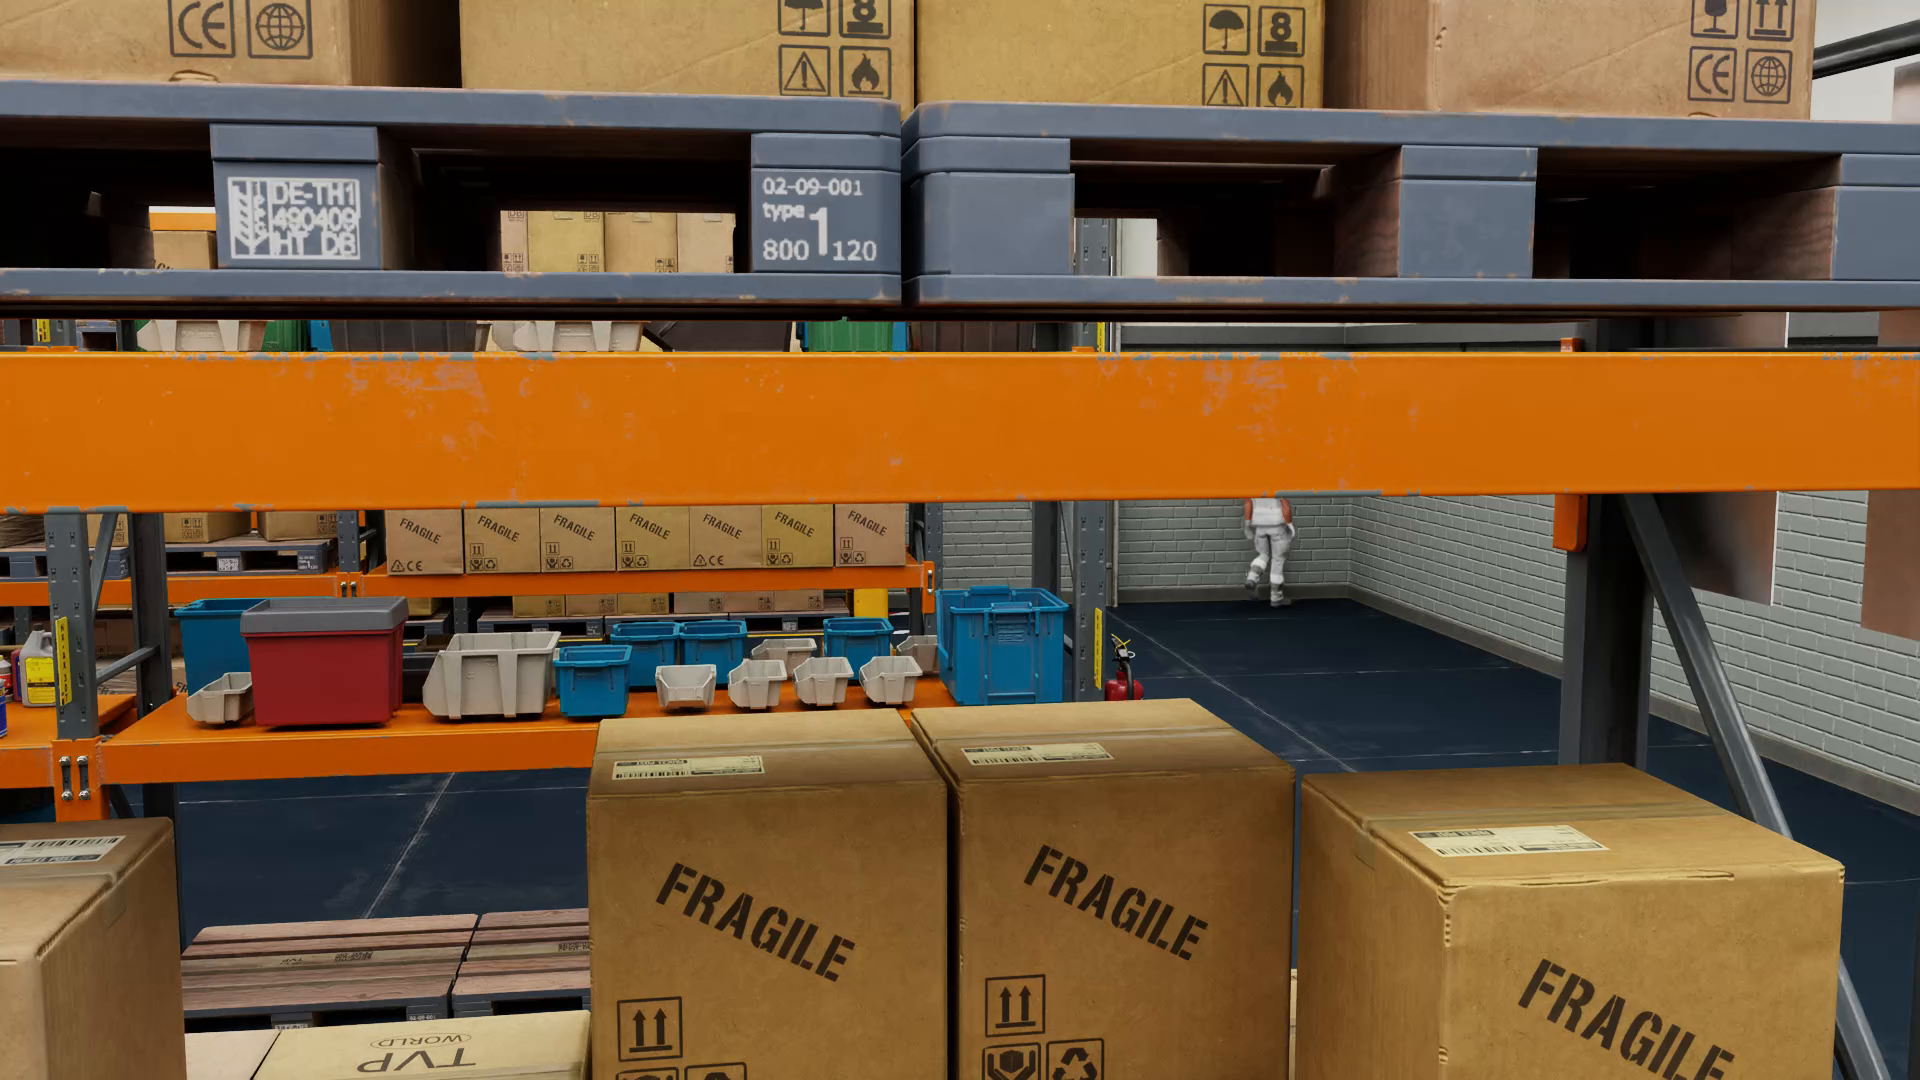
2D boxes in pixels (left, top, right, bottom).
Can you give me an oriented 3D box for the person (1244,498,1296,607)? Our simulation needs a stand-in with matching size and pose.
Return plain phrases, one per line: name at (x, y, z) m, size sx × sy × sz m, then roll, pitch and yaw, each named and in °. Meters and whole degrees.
person at (3.414, -0.157, 18.342) m, size 0.567 × 1.778 × 0.534 m, roll 6°, pitch 9°, yaw 43°
